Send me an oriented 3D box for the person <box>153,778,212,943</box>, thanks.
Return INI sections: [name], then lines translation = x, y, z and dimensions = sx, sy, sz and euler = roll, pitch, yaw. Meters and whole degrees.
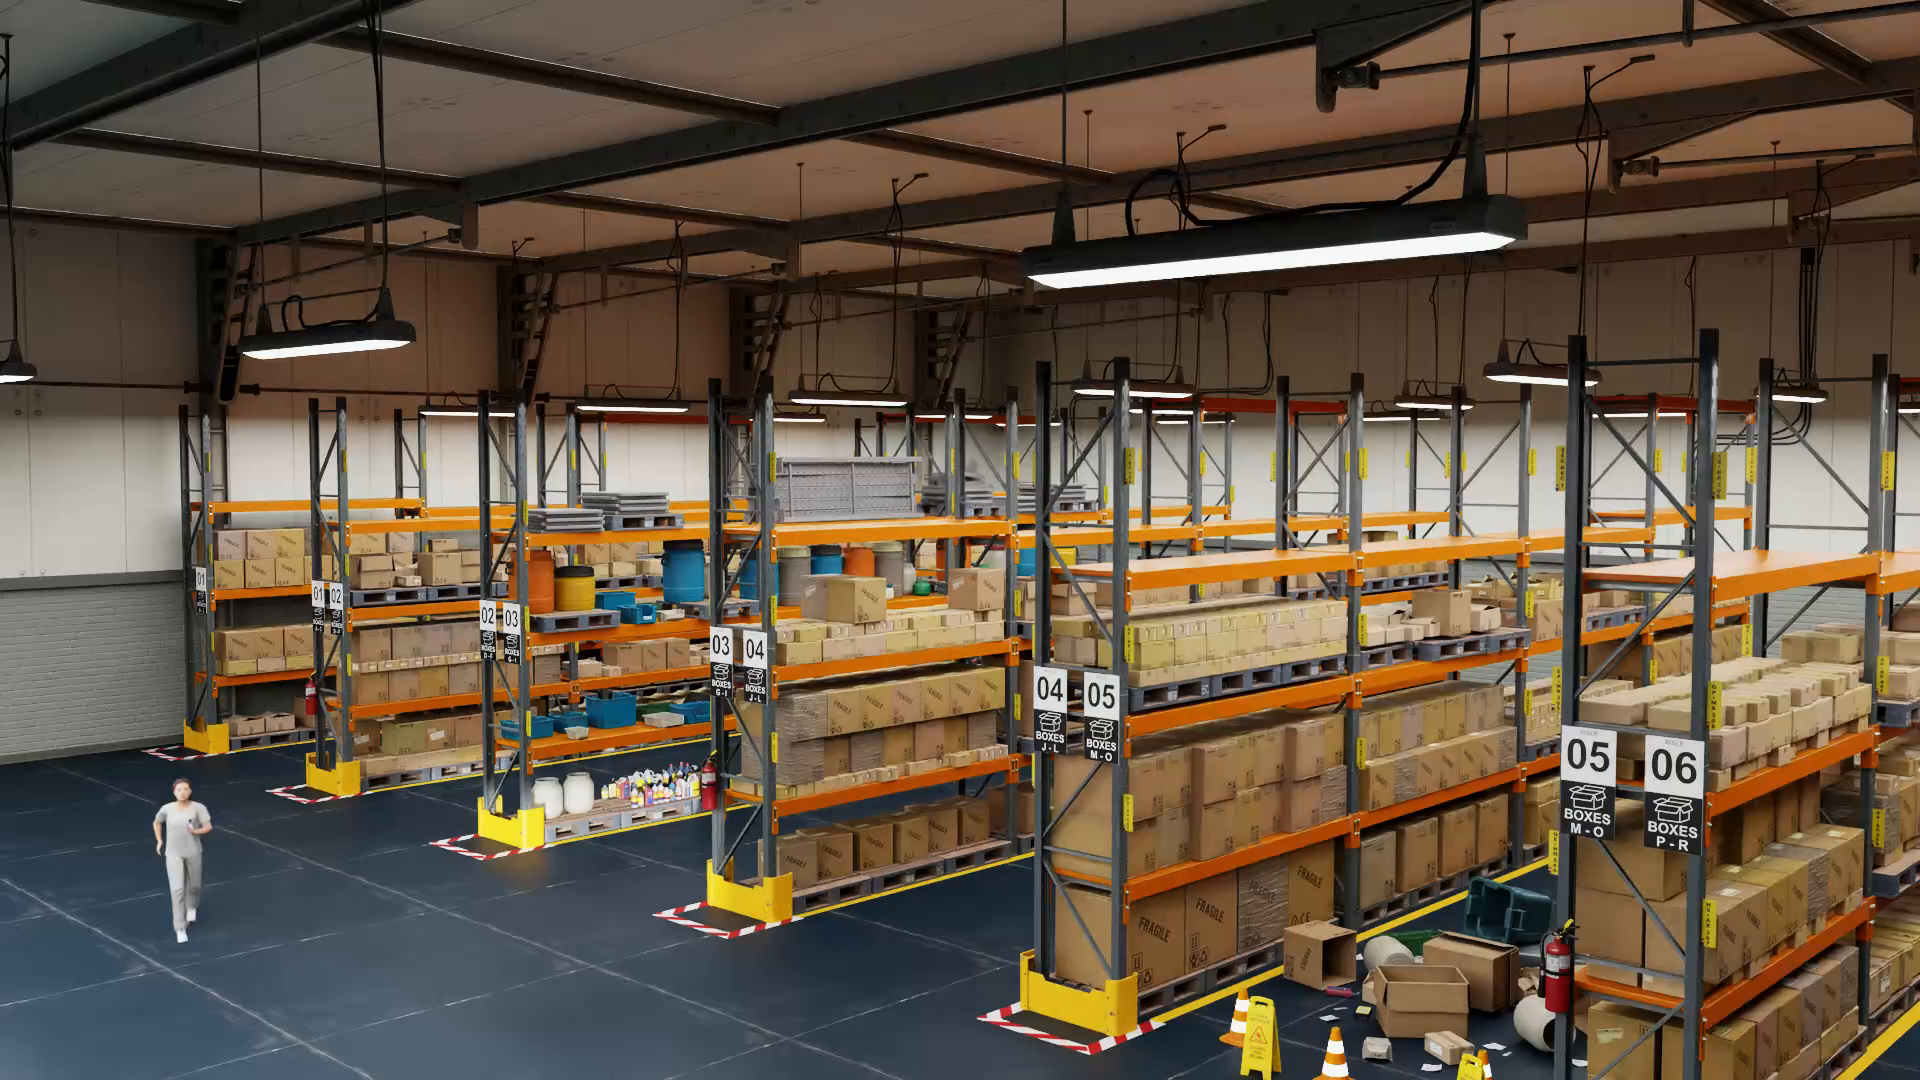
[person]
translation = -8.294, 3.370, 17.765
dimensions = 0.564, 1.649, 0.969
euler = -2, 3, -27
